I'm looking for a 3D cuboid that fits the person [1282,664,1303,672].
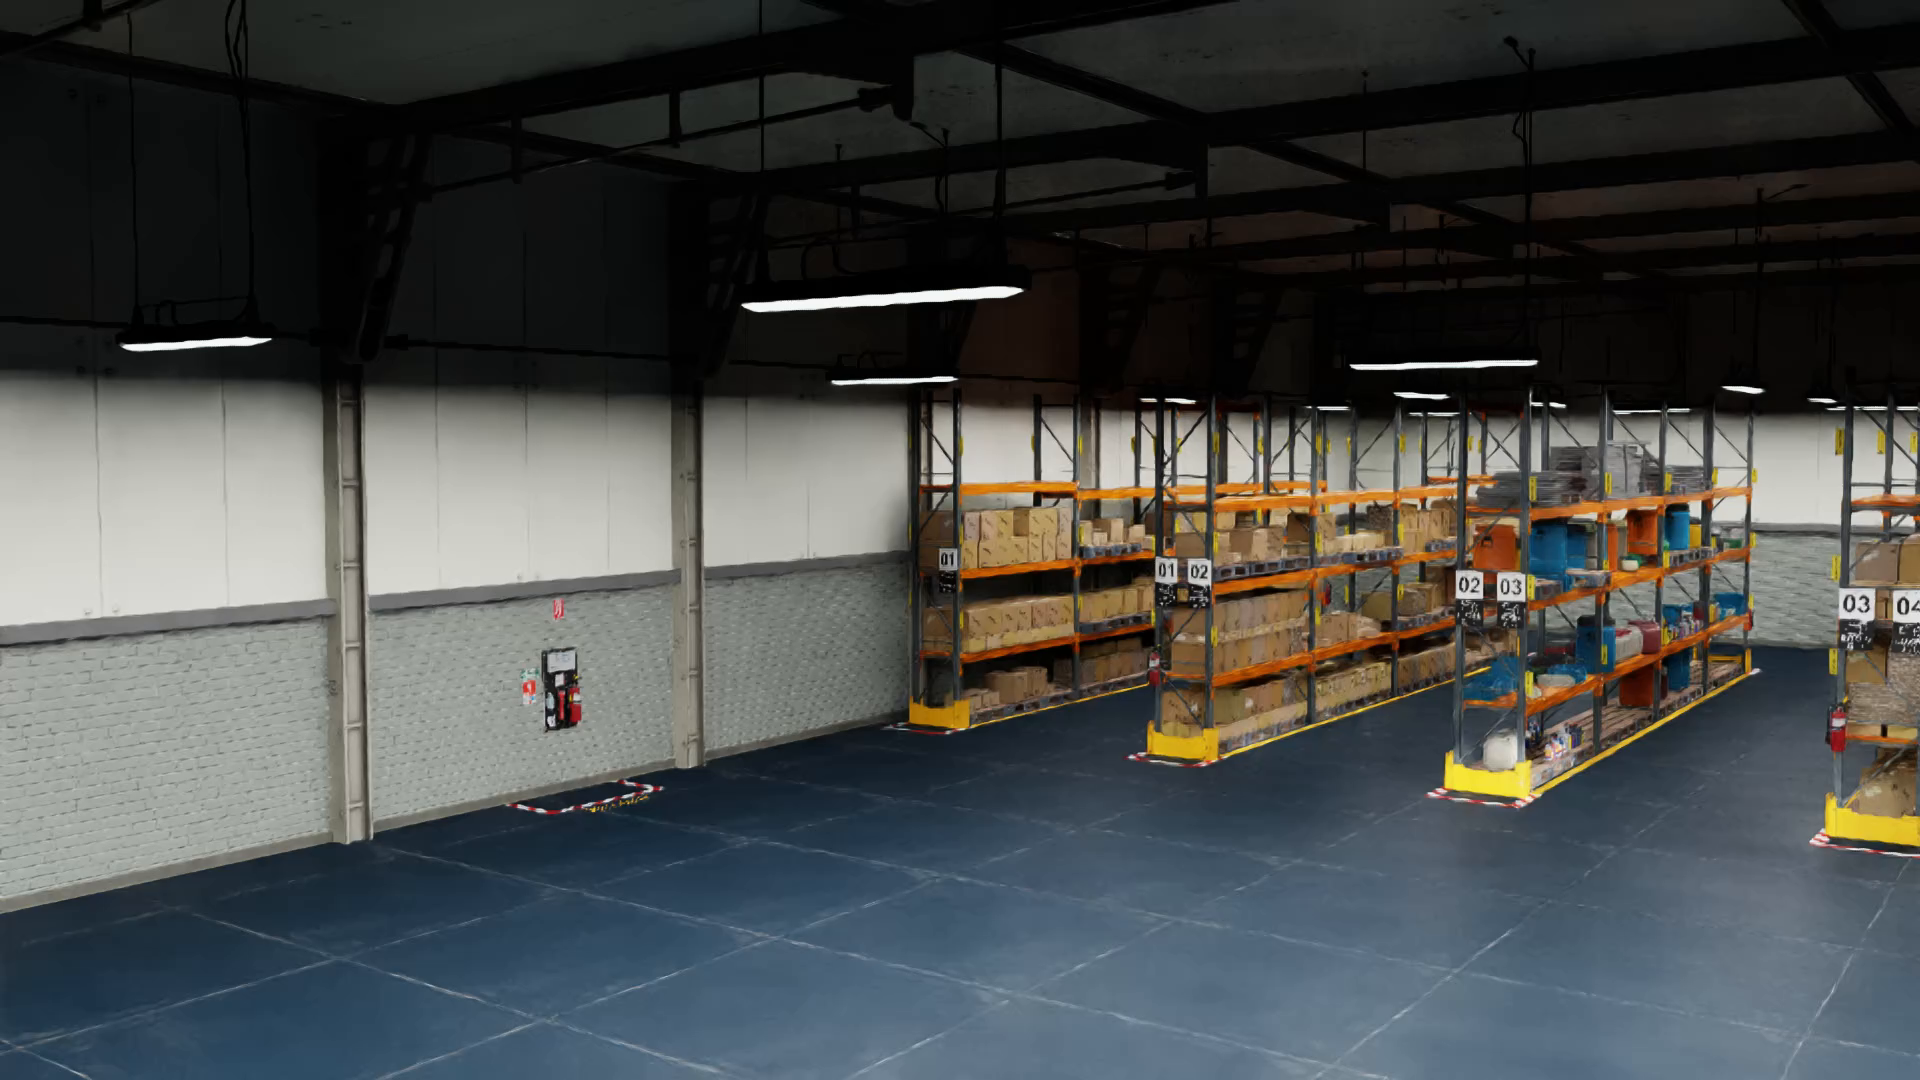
[{"bbox_3d":[6.906,2.171,34.563,0.677,1.742,0.552,2,4,34],"label":"person"}]
